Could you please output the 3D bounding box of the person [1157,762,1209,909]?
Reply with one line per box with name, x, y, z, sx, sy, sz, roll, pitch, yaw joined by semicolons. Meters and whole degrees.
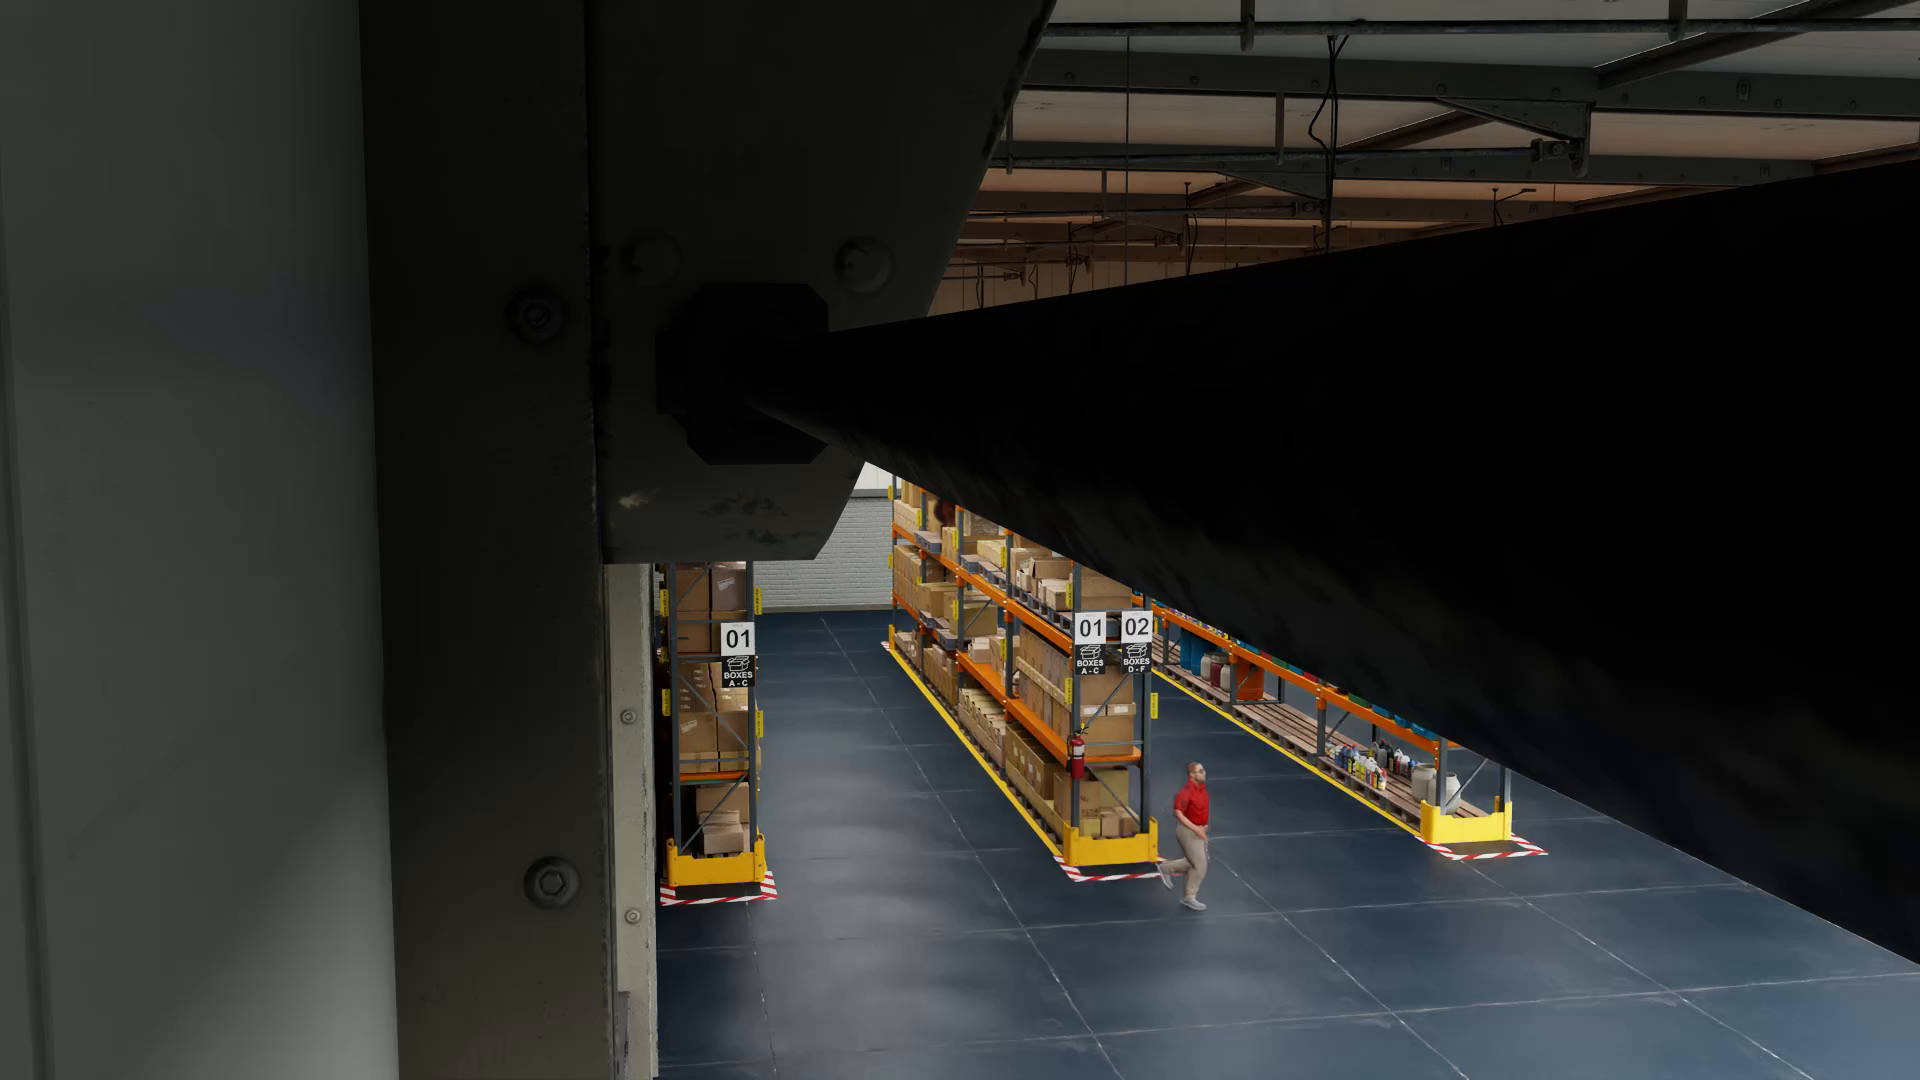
person;2.620;3.412;19.379;0.676;1.715;0.675;3;7;27
